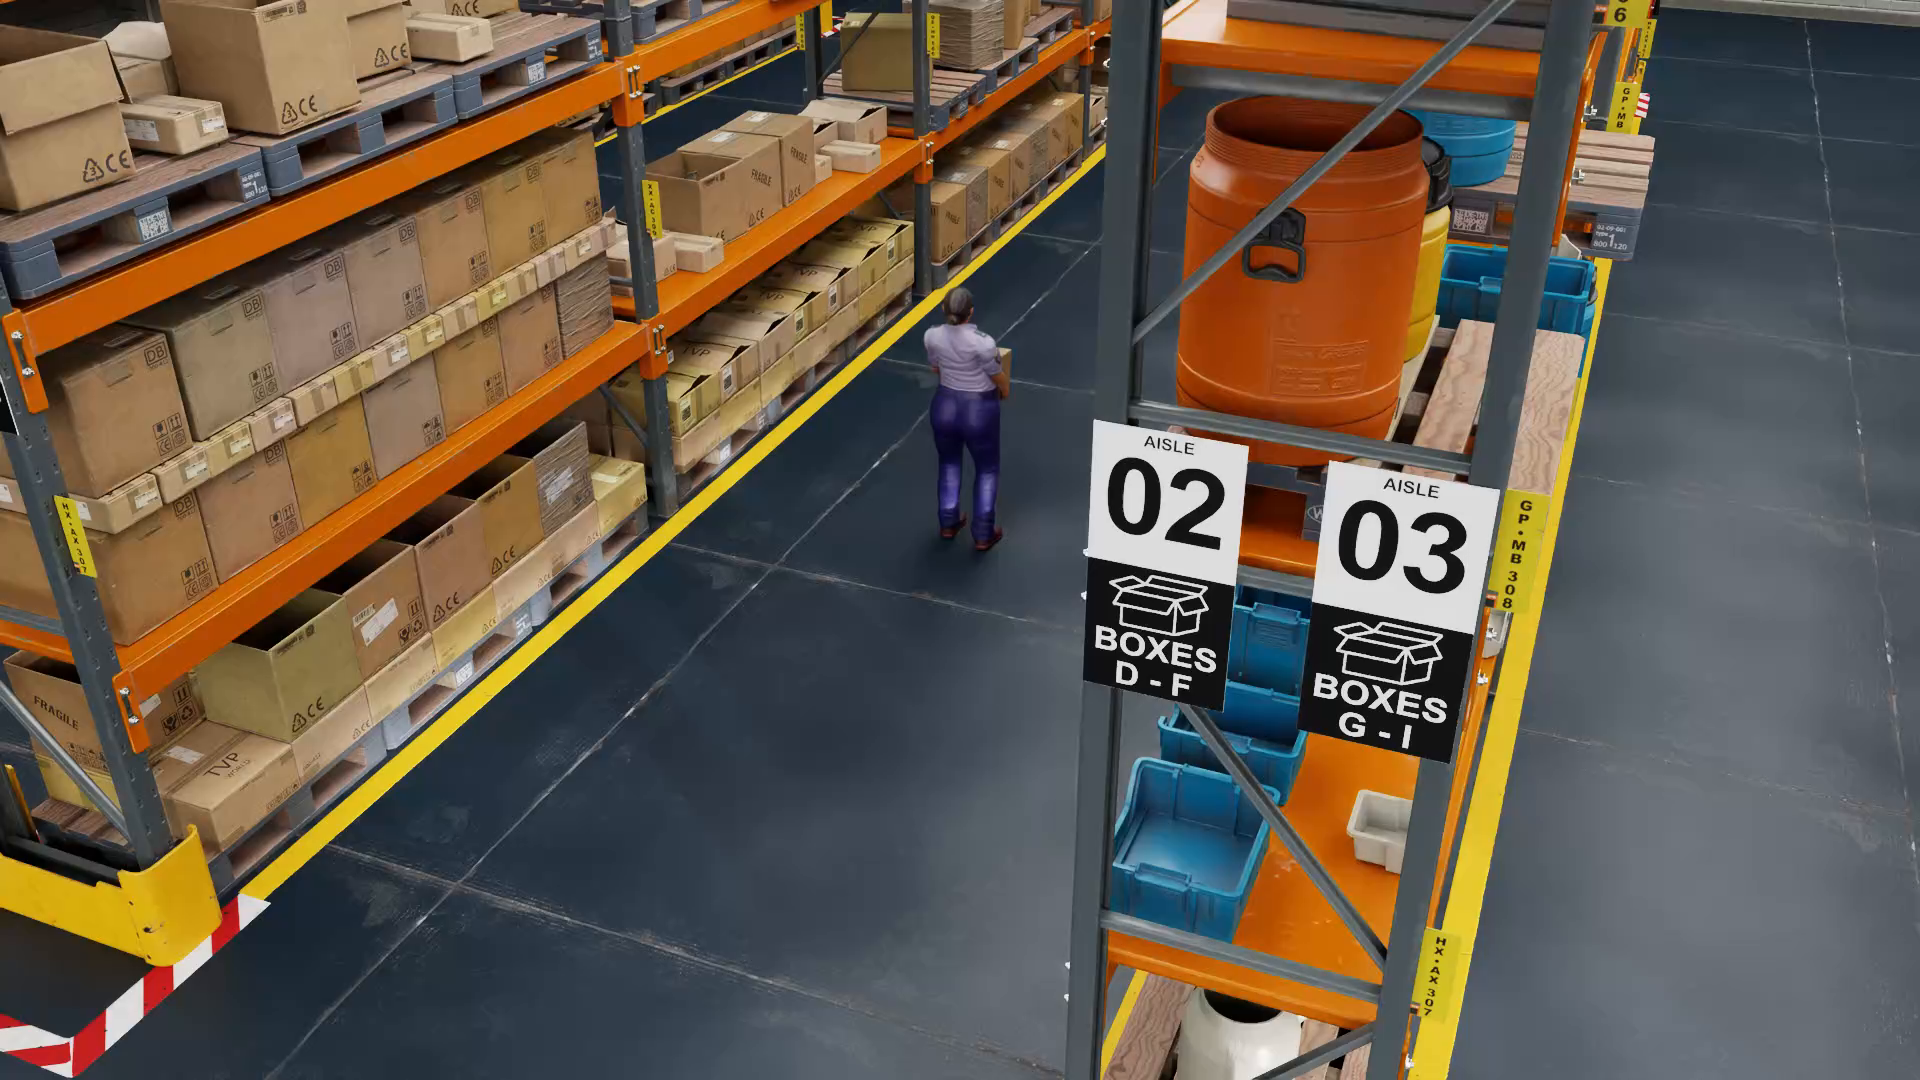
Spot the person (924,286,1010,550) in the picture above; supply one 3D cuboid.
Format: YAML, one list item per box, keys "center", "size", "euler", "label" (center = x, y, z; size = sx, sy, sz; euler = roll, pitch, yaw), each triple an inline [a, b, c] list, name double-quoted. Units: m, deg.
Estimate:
- center: [0.059, -0.757, 9.739]
  size: [0.453, 1.636, 0.524]
  euler: [12, 32, 20]
  label: "person"
